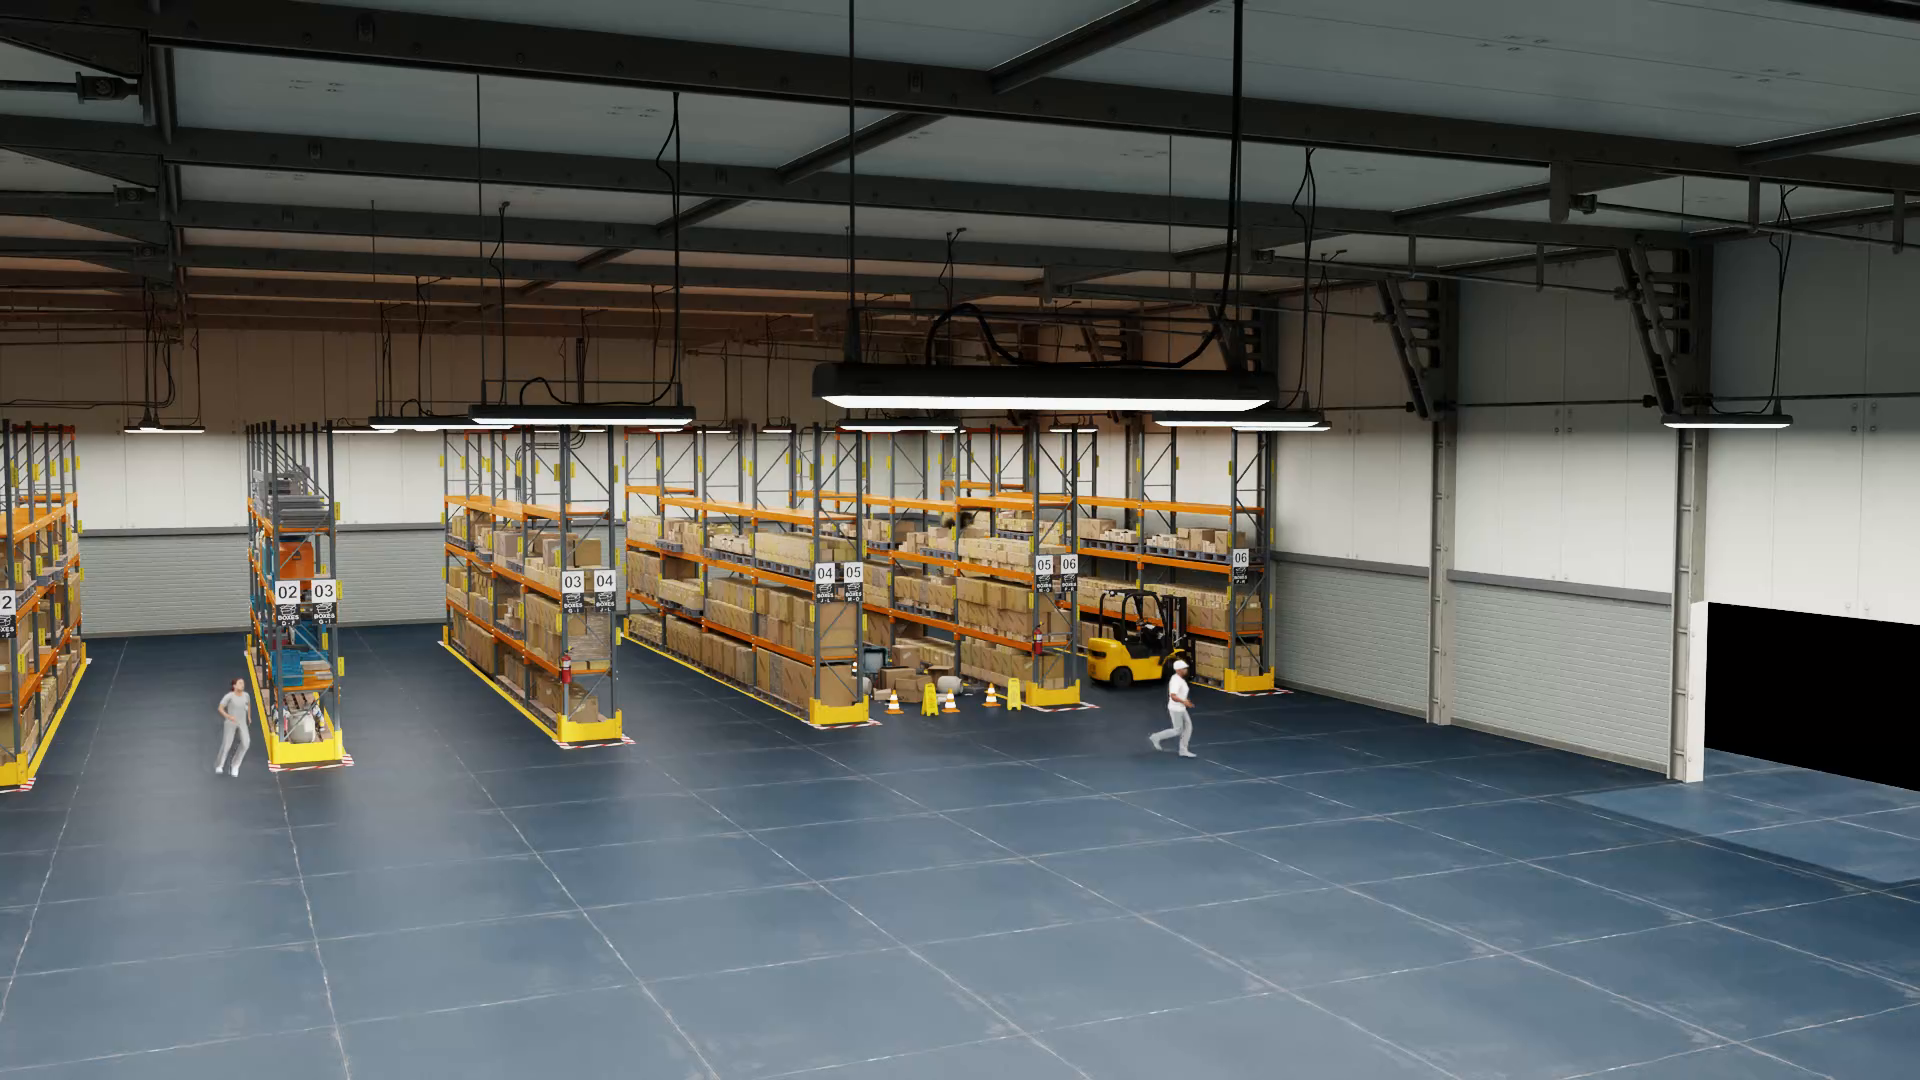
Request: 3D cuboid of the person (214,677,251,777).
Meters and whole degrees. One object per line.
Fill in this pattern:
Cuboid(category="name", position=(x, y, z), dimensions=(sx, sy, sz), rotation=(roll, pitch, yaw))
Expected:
Cuboid(category="person", position=(-12.251, 3.145, 28.171), dimensions=(0.664, 1.658, 0.628), rotation=(3, 5, 42))

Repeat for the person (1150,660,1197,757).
Cuboid(category="person", position=(3.811, 3.004, 29.643), dimensions=(0.829, 1.734, 0.688), rotation=(1, 4, 14))

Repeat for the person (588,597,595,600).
Cuboid(category="person", position=(-10.342, 1.946, 46.218), dimensions=(0.712, 1.805, 0.971), rotation=(-1, 4, -19))
